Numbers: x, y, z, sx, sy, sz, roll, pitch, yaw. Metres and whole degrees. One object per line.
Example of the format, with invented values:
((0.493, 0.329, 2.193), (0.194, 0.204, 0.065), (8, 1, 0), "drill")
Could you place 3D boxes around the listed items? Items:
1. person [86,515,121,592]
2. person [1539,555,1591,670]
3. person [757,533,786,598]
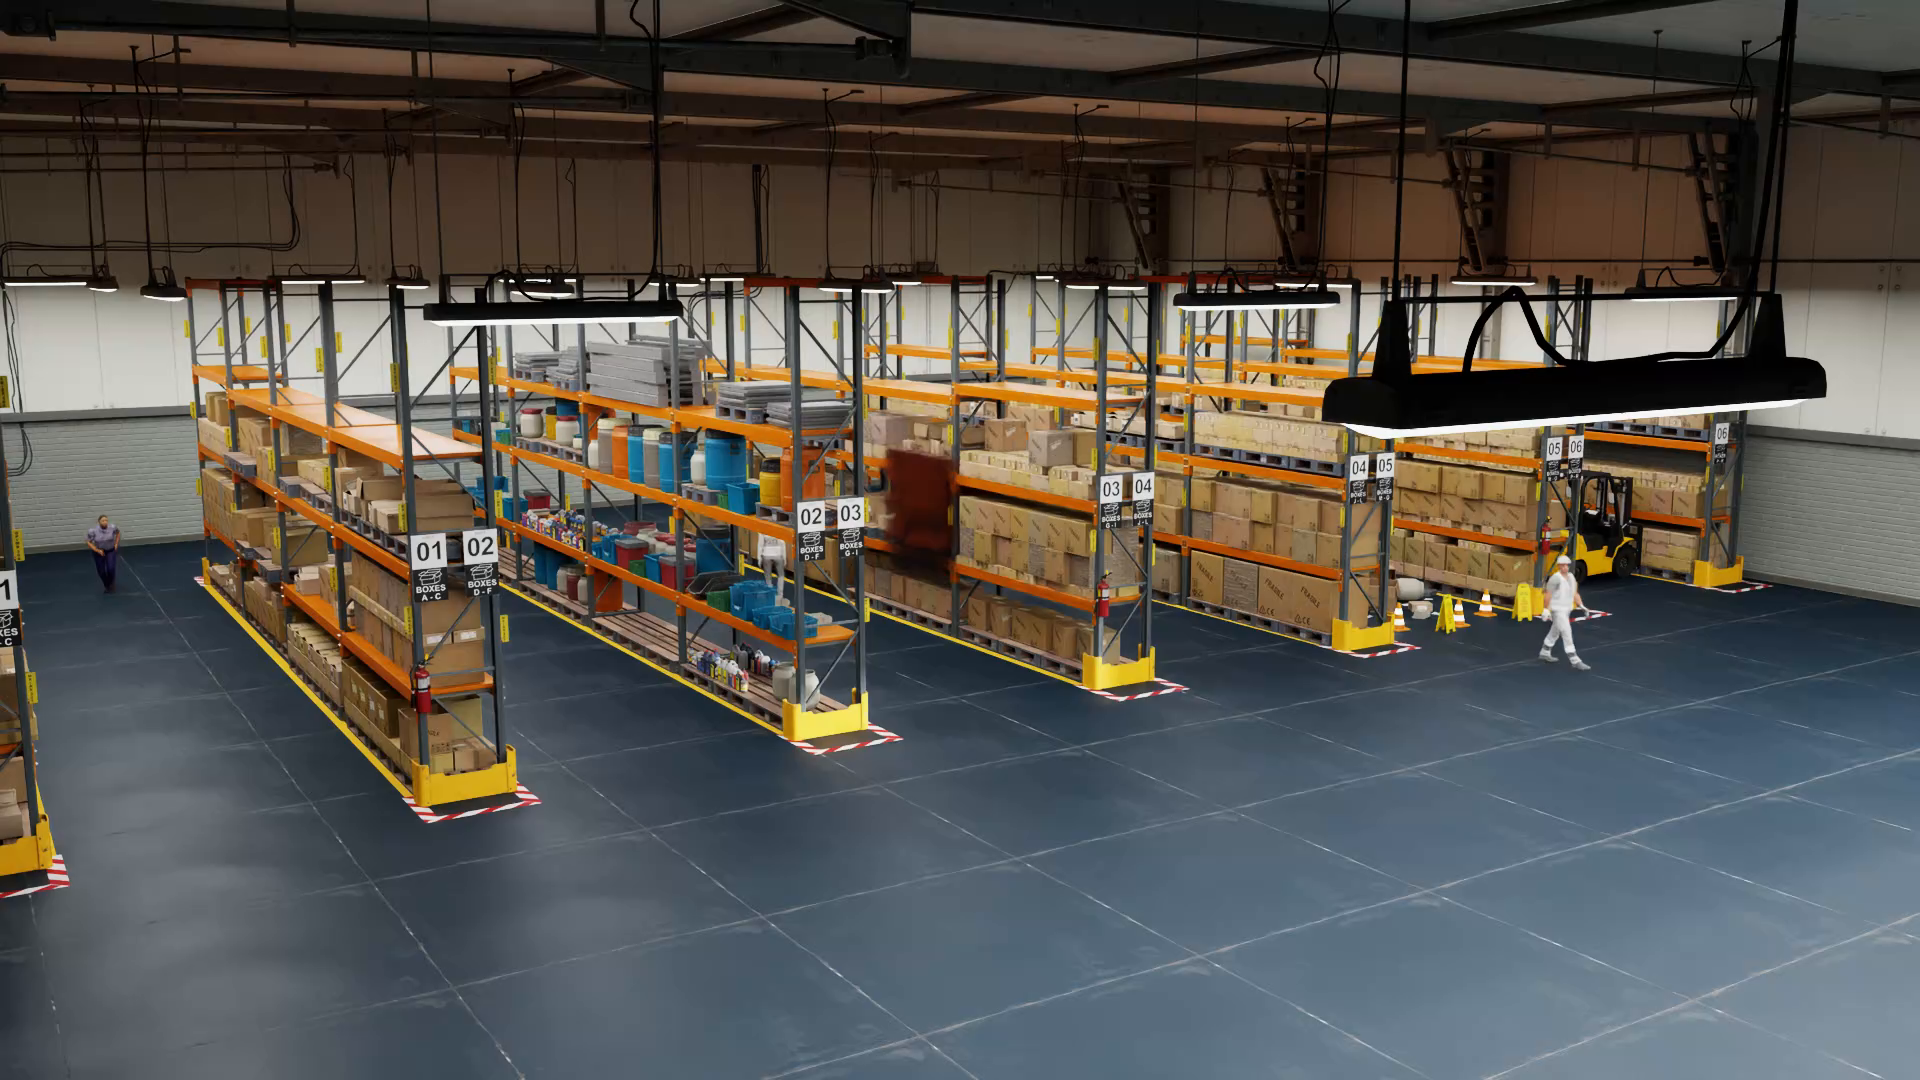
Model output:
((-16.343, 0.260, 31.788), (0.570, 1.558, 0.746), (-4, 10, -21), "person")
((9.495, 1.111, 25.970), (0.565, 1.746, 0.978), (-7, 12, -35), "person")
((-3.312, 0.331, 29.257), (0.510, 1.692, 0.431), (-1, 10, -4), "person")
